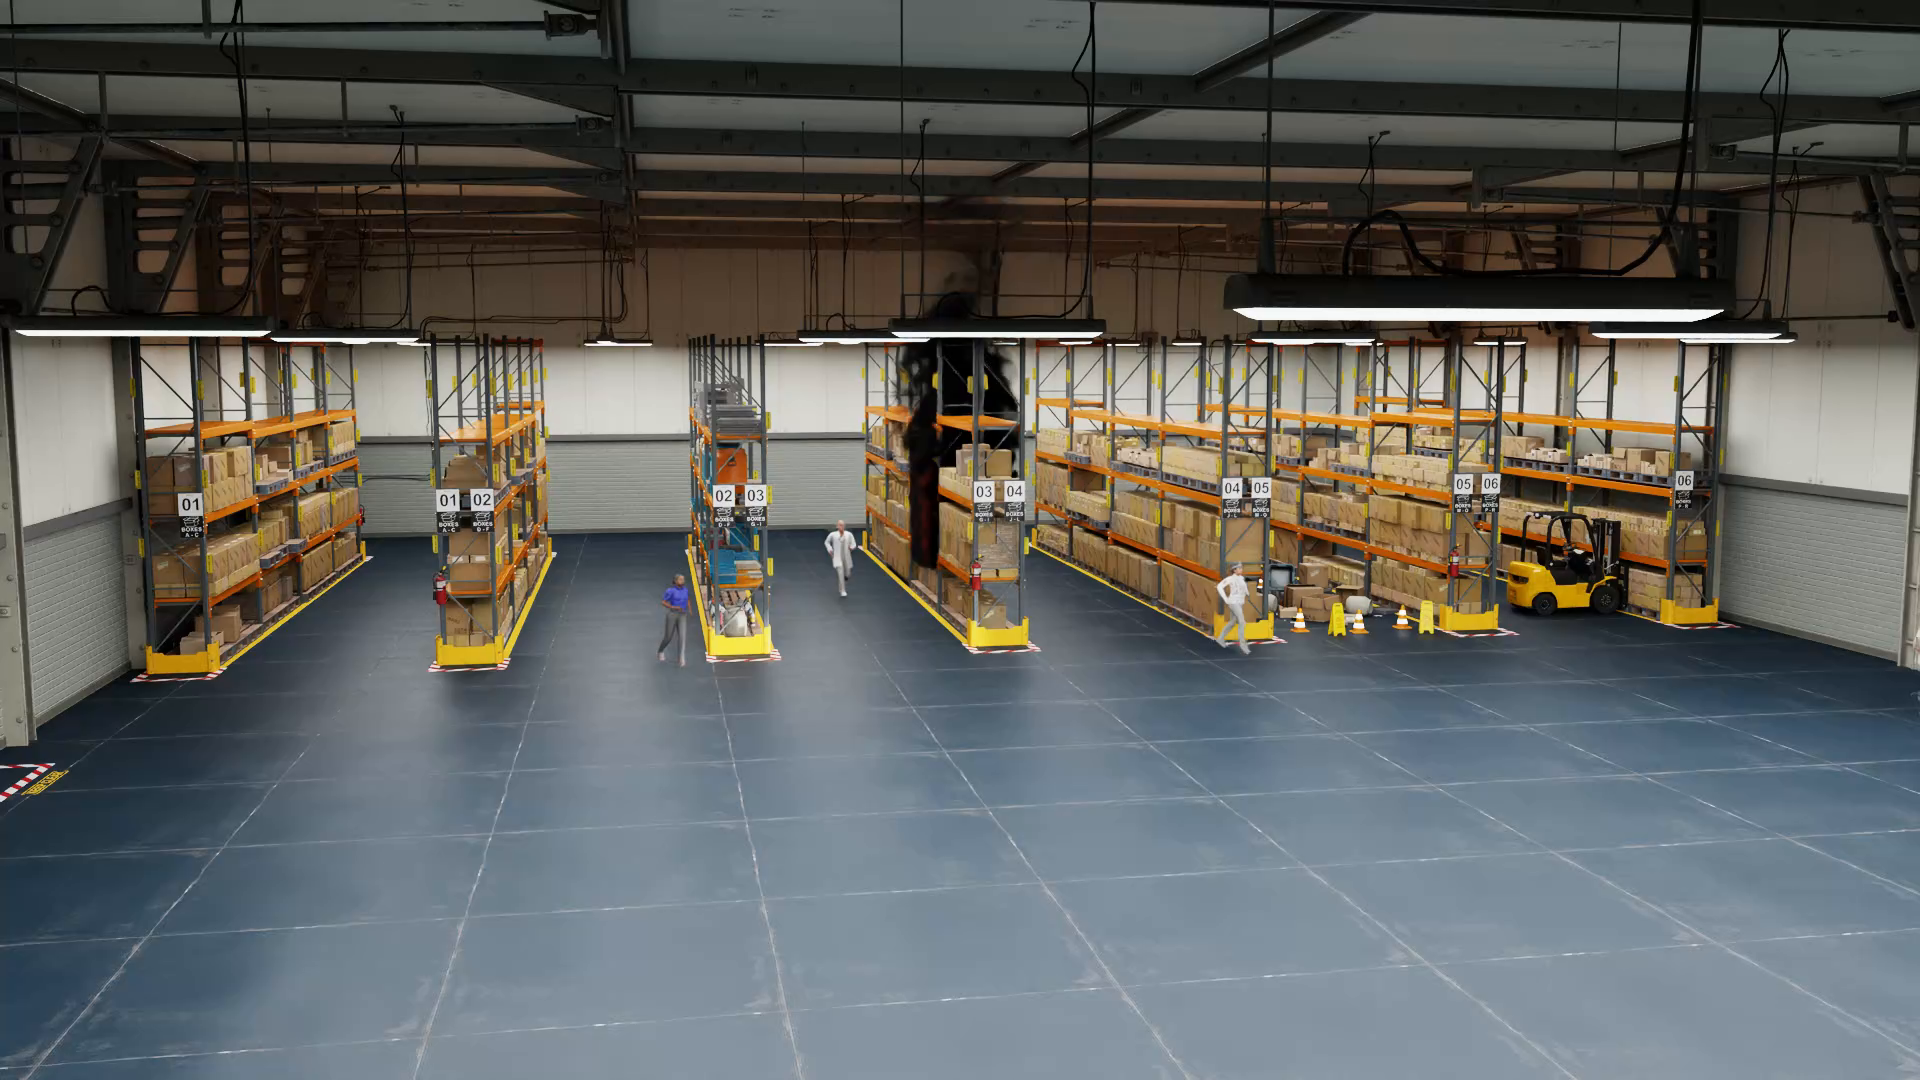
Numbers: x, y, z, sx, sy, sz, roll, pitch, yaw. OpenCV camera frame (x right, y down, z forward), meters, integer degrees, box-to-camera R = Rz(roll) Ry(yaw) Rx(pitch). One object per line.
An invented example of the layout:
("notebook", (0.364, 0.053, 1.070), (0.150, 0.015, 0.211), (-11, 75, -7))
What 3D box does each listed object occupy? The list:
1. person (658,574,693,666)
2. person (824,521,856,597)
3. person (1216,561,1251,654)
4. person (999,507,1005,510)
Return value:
("person", (-5.126, 1.430, 30.290), (0.605, 1.614, 0.913), (-4, 8, -34))
("person", (-2.771, 0.420, 38.737), (0.720, 1.746, 0.912), (-2, 7, -17))
("person", (5.273, 1.260, 31.676), (0.770, 1.741, 0.644), (4, 8, 33))
("person", (1.009, -0.705, 48.920), (0.769, 1.705, 0.664), (4, 7, 28))
